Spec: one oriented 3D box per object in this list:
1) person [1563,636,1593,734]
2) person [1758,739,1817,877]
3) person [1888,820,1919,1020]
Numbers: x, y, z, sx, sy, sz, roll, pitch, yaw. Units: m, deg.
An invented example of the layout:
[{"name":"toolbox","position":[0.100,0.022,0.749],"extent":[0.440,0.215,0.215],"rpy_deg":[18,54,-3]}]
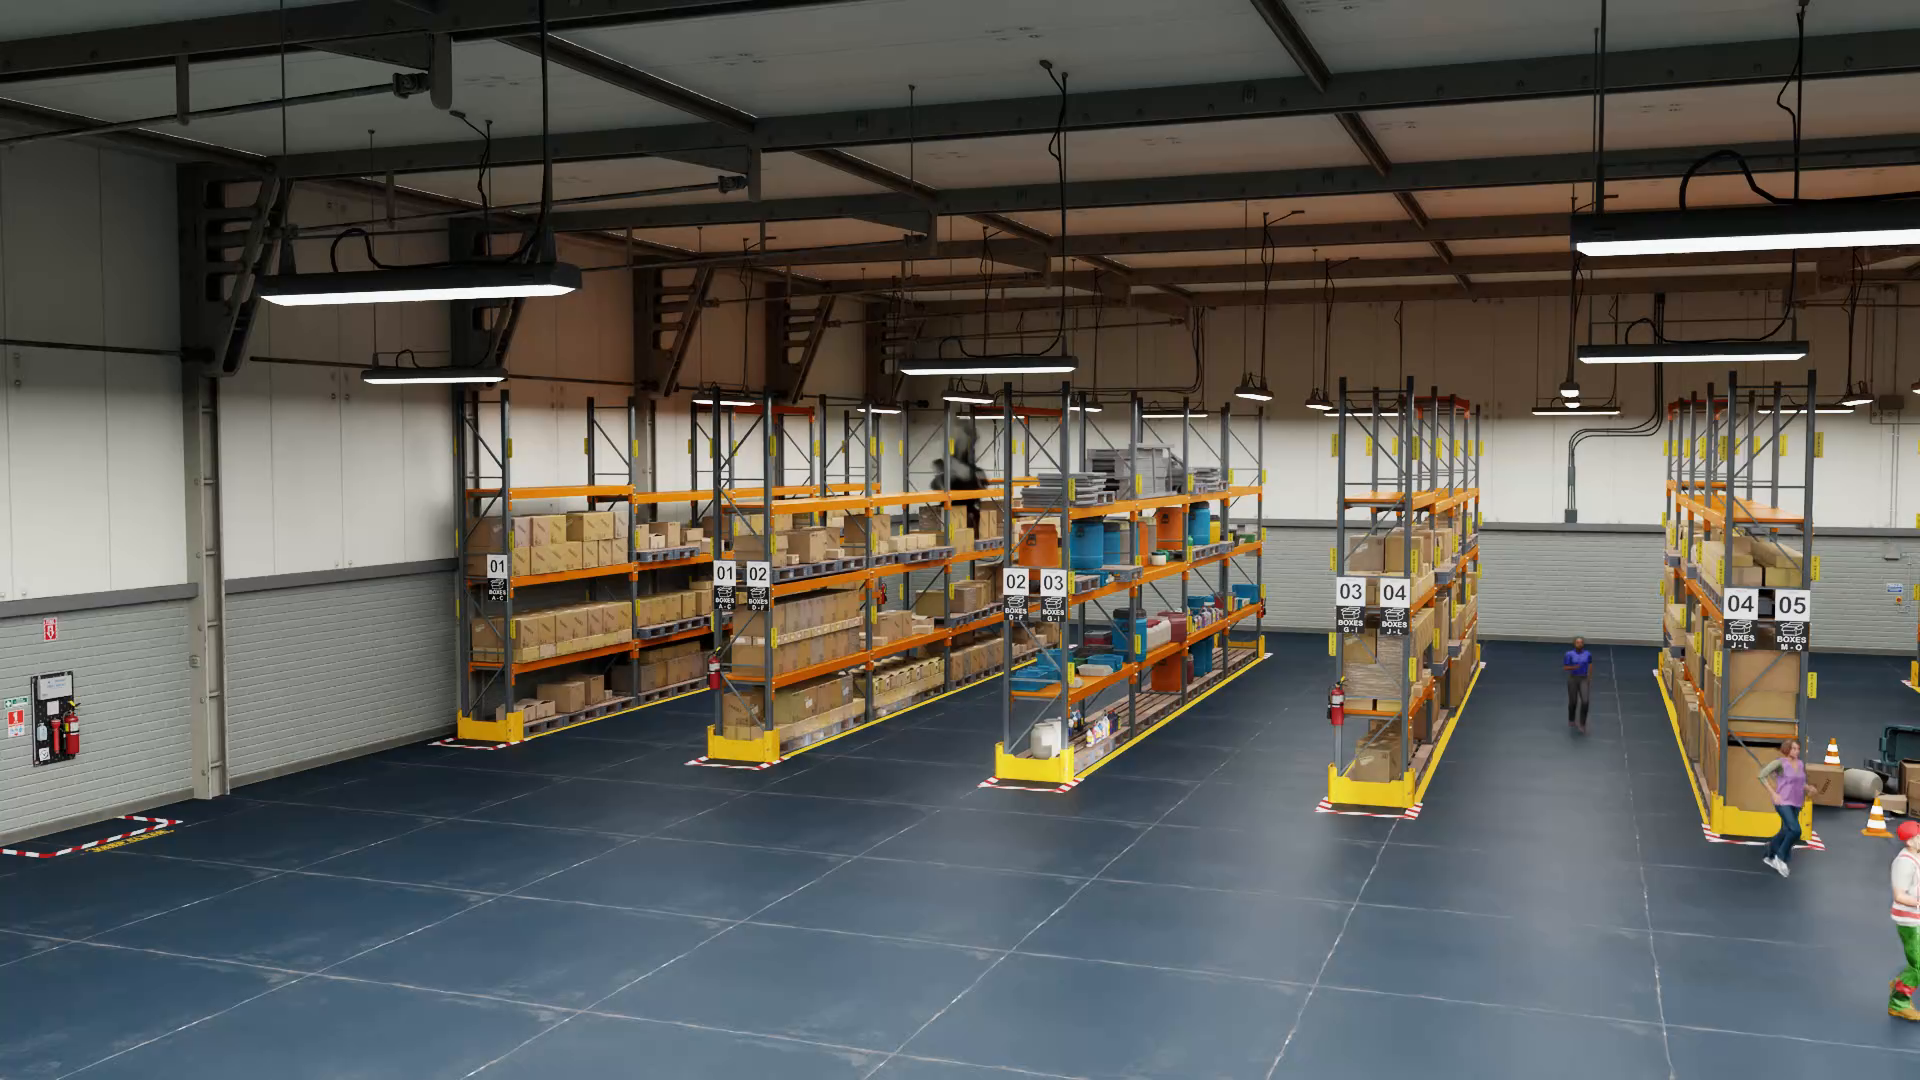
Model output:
[{"name":"person","position":[10.936,2.601,29.406],"extent":[0.556,1.630,0.714],"rpy_deg":[1,3,12]},{"name":"person","position":[9.714,3.133,19.508],"extent":[0.513,1.606,0.674],"rpy_deg":[-1,3,-22]},{"name":"person","position":[8.385,3.319,14.459],"extent":[0.644,1.741,0.578],"rpy_deg":[-3,4,-41]}]
